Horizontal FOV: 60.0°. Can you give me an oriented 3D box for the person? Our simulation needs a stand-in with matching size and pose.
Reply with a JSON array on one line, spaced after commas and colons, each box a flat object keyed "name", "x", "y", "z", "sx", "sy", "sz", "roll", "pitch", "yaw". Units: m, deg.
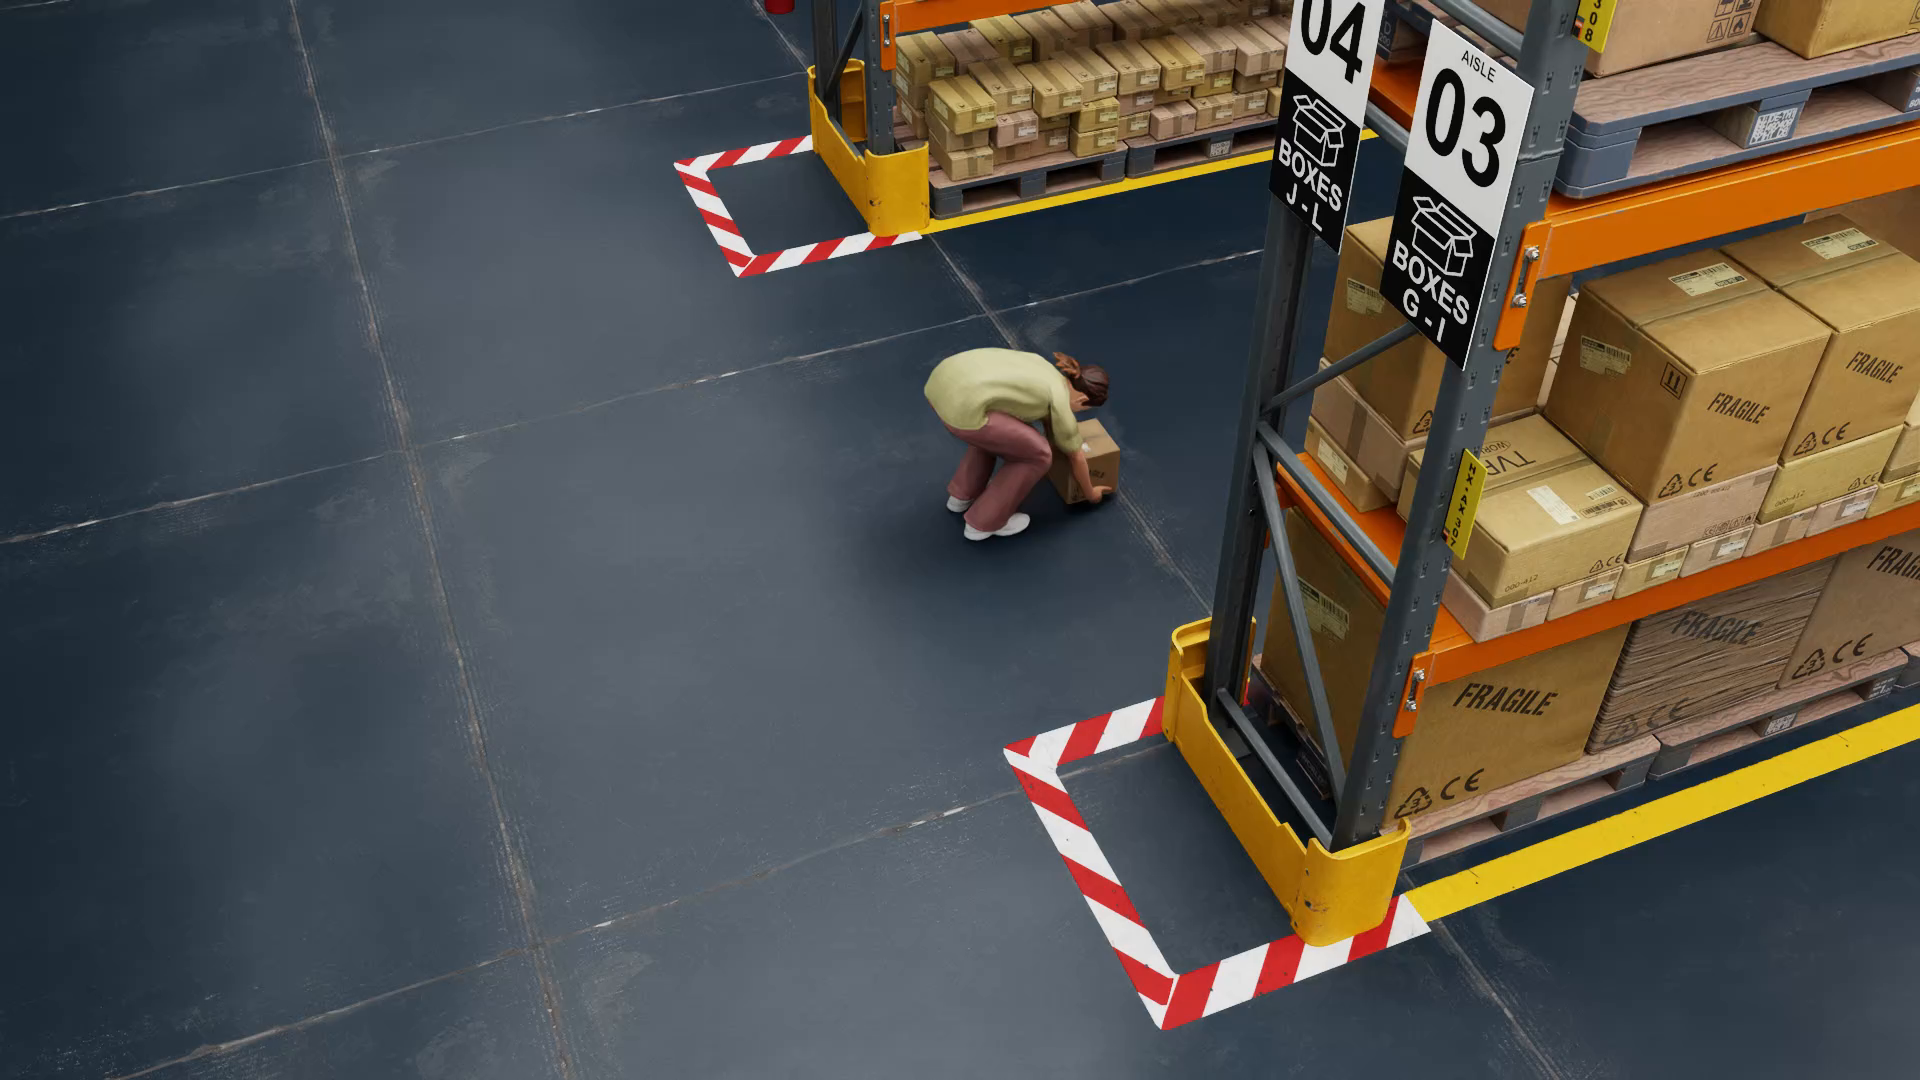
[{"name": "person", "x": 0.263, "y": -0.481, "z": 7.292, "sx": 0.847, "sy": 0.877, "sz": 0.471, "roll": -17, "pitch": 45, "yaw": -18}]
